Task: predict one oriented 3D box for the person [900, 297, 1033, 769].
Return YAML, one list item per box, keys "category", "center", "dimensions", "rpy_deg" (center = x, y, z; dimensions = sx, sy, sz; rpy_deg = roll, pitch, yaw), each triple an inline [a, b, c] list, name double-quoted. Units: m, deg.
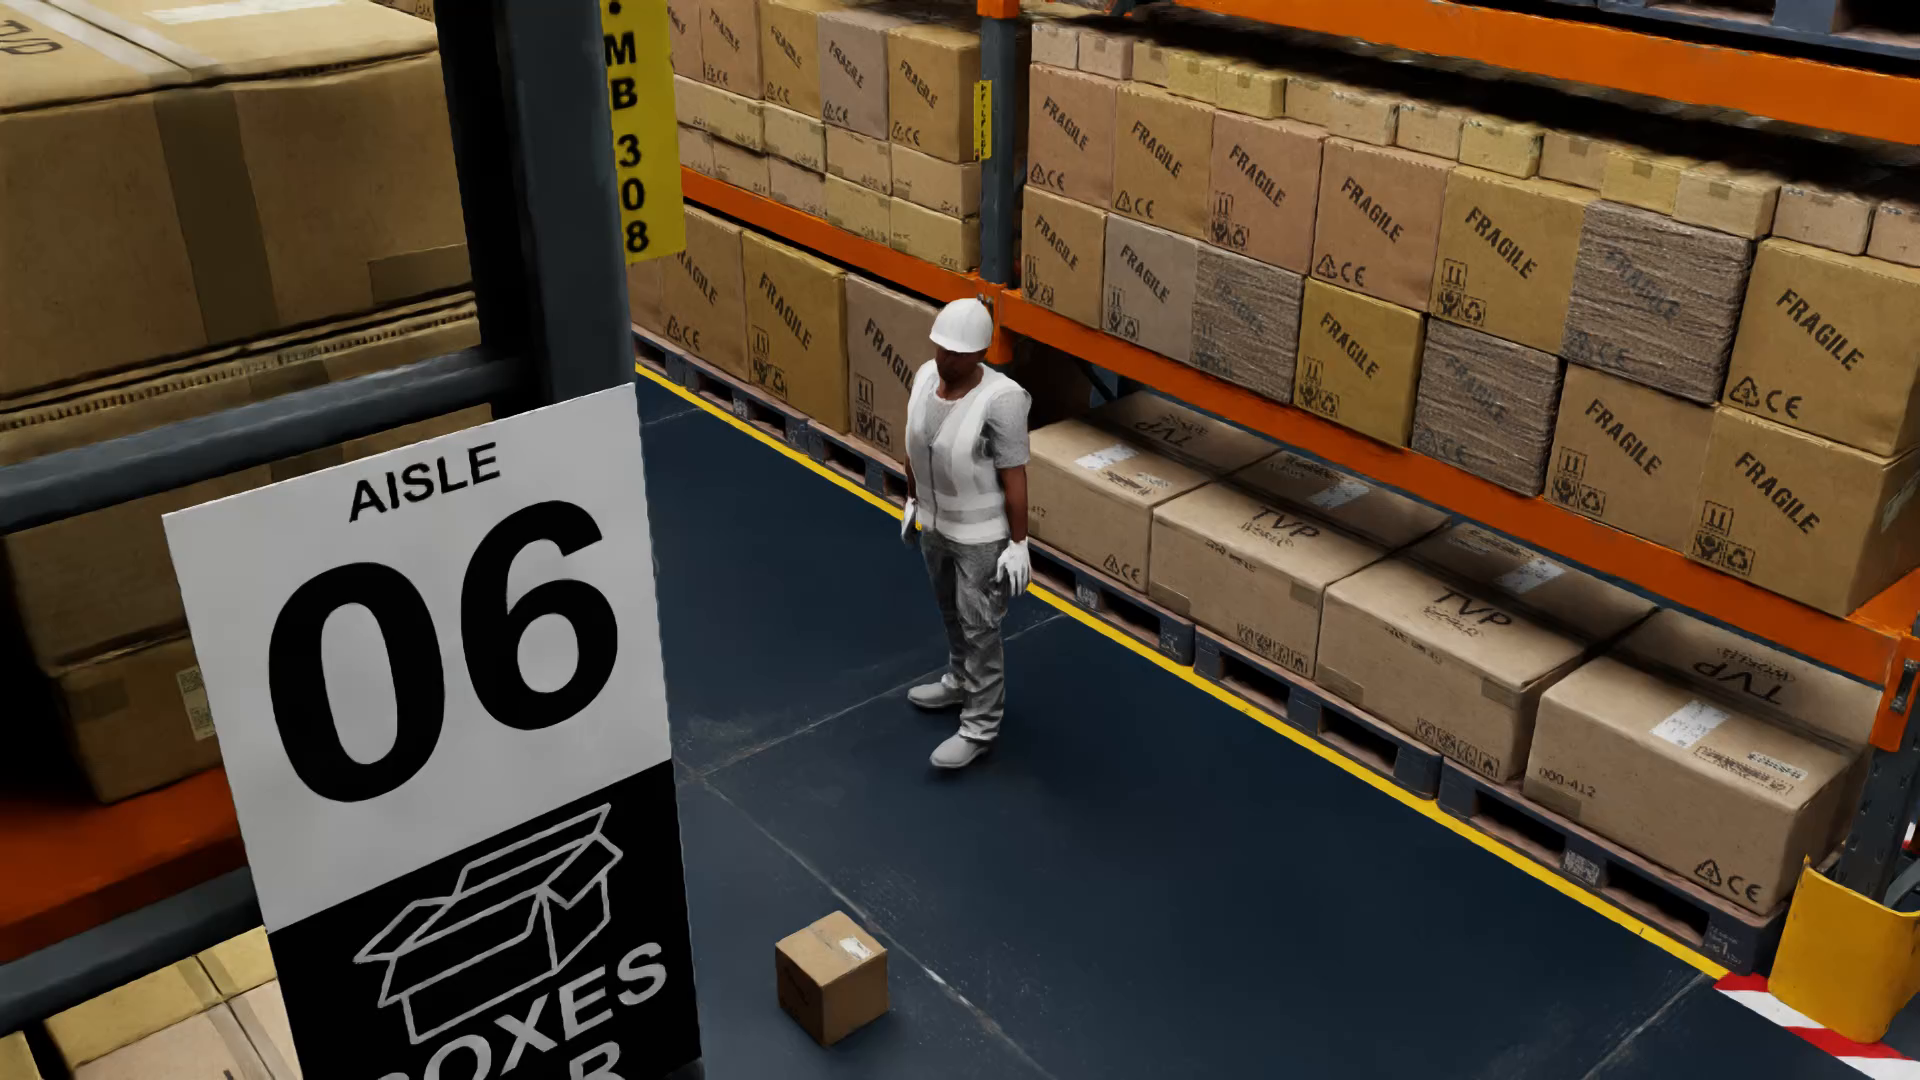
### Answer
- category: "person"
  center: [-0.010, -0.026, 6.103]
  dimensions: [0.514, 1.777, 0.646]
  rpy_deg: [-22, 35, -35]
